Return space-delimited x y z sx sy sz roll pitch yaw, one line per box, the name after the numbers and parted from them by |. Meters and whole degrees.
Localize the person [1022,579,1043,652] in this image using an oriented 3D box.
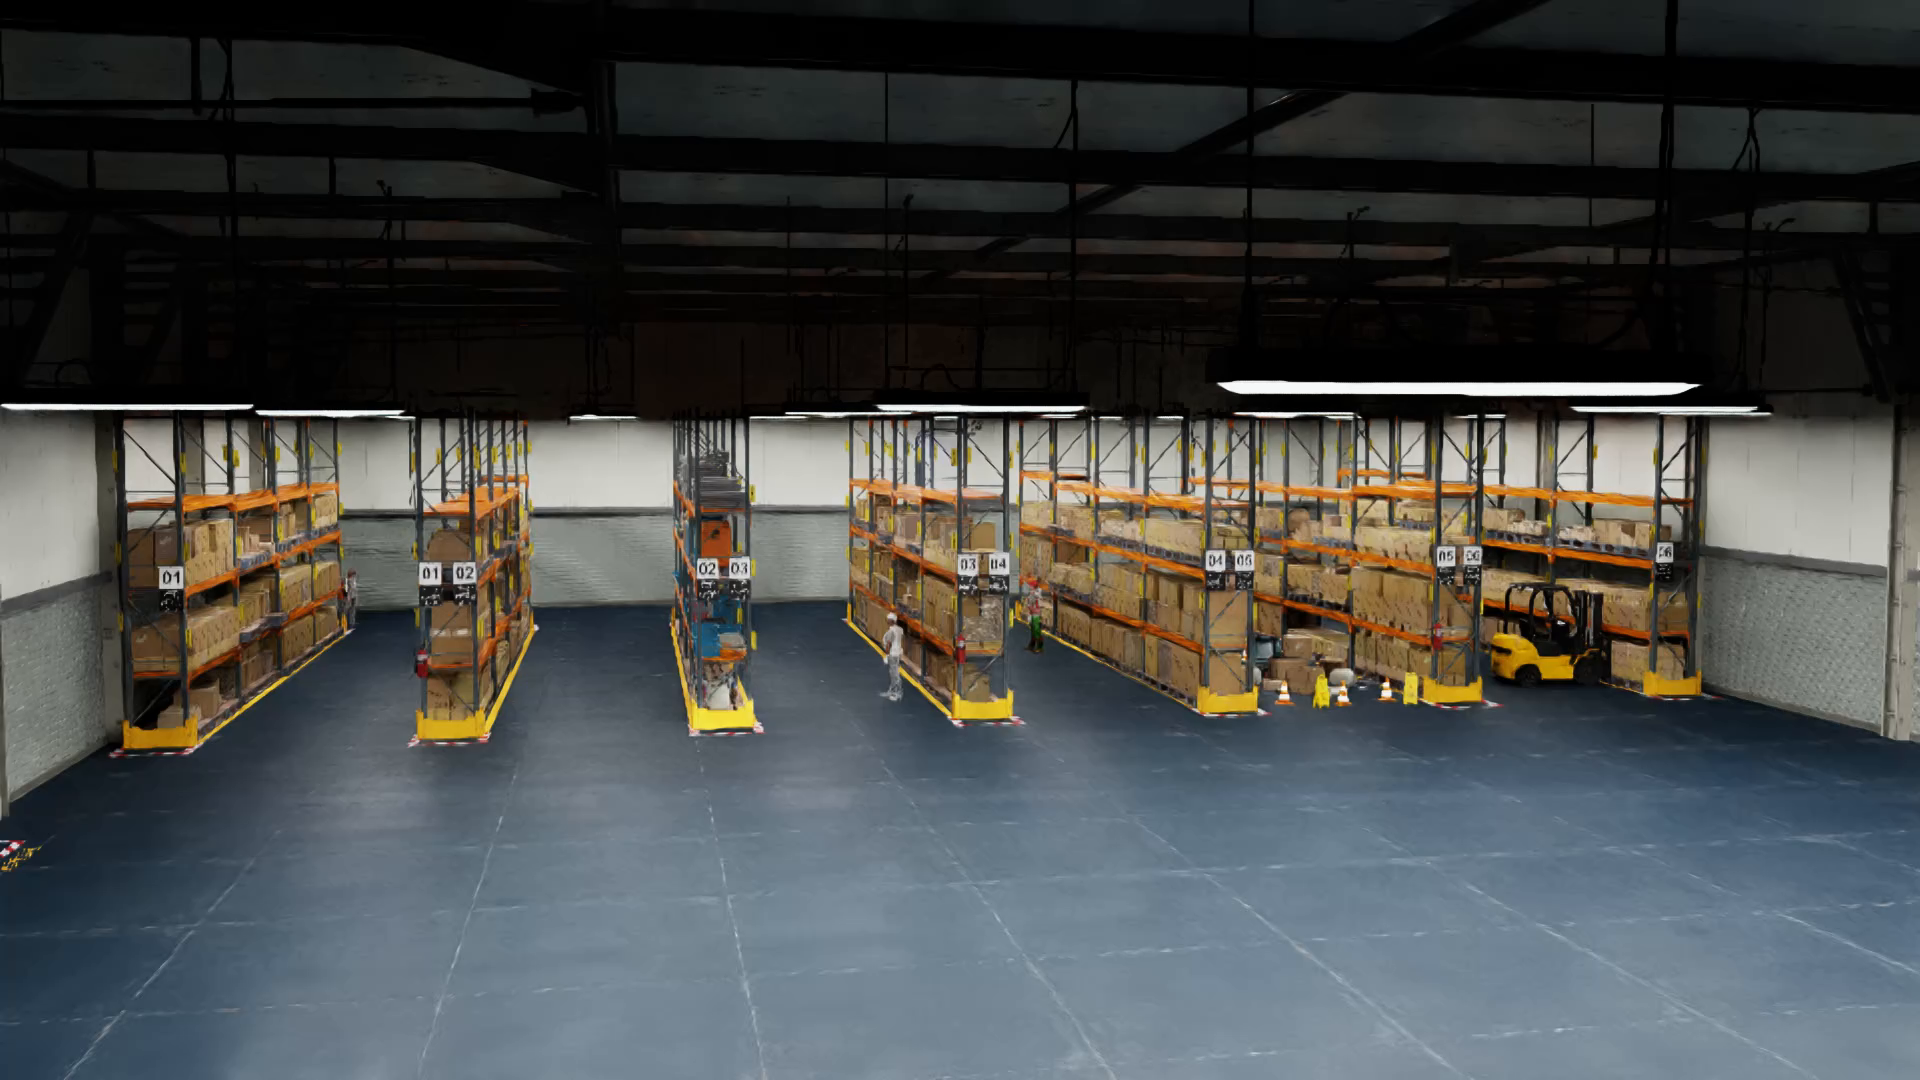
1.813 1.871 41.432 0.586 1.784 0.666 1 4 12 | person

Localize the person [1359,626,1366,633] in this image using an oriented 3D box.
10.410 1.818 43.057 0.520 1.672 0.560 1 4 19 | person

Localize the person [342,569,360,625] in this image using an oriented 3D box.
-17.193 1.616 46.666 0.425 1.594 0.586 2 4 25 | person

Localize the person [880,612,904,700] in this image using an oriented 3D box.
-1.410 2.376 34.315 0.584 1.782 0.665 1 4 17 | person

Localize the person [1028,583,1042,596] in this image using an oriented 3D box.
2.367 1.075 52.738 0.702 1.779 0.459 4 6 44 | person
